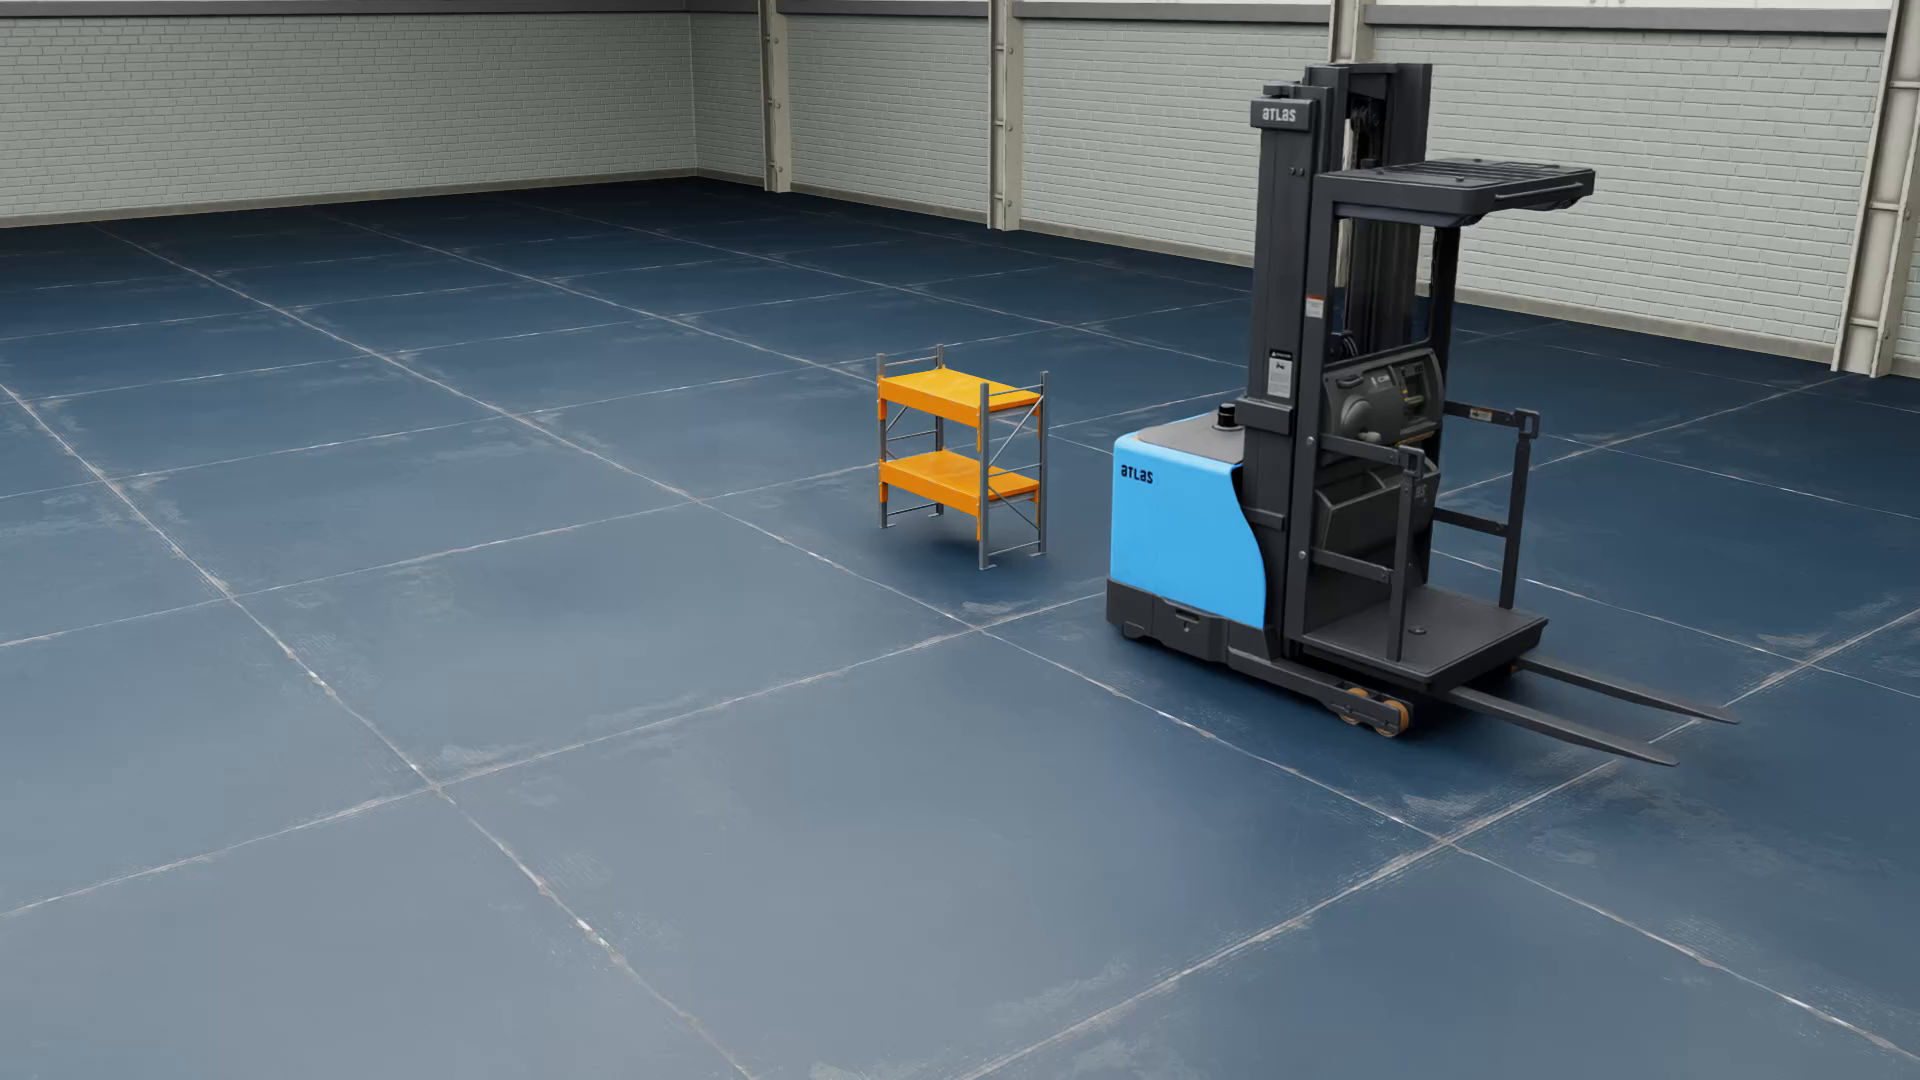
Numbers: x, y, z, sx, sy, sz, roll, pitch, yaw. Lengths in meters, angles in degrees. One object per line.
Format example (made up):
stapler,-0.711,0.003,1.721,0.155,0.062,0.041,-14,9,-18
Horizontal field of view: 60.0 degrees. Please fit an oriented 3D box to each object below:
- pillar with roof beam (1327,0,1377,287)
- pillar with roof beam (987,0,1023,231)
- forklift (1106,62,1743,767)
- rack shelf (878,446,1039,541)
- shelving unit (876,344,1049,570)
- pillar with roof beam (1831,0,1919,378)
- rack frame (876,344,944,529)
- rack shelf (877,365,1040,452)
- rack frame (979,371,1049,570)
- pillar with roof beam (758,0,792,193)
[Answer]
pillar with roof beam,0.982,-6.420,15.434,9.100,9.000,0.400,-14,23,-36
pillar with roof beam,-2.743,-7.898,19.899,9.100,9.000,0.400,-14,23,-36
forklift,2.150,-0.669,7.720,1.130,2.935,3.031,-16,24,-40
rack shelf,0.004,-0.300,10.258,0.538,0.278,1.000,-14,23,-36
shelving unit,0.004,-0.532,10.181,0.538,1.125,1.048,-14,23,-36
pillar with roof beam,4.707,-4.941,10.969,9.100,9.000,0.400,-14,23,-36
rack frame,-0.311,-0.658,10.559,0.500,1.125,0.032,-14,23,-36
rack shelf,0.004,-0.810,10.089,0.538,0.278,1.000,-14,23,-36
rack frame,0.320,-0.407,9.802,0.500,1.125,0.032,-14,23,-36
pillar with roof beam,-6.469,-9.377,24.364,9.100,9.000,0.400,-14,23,-36
